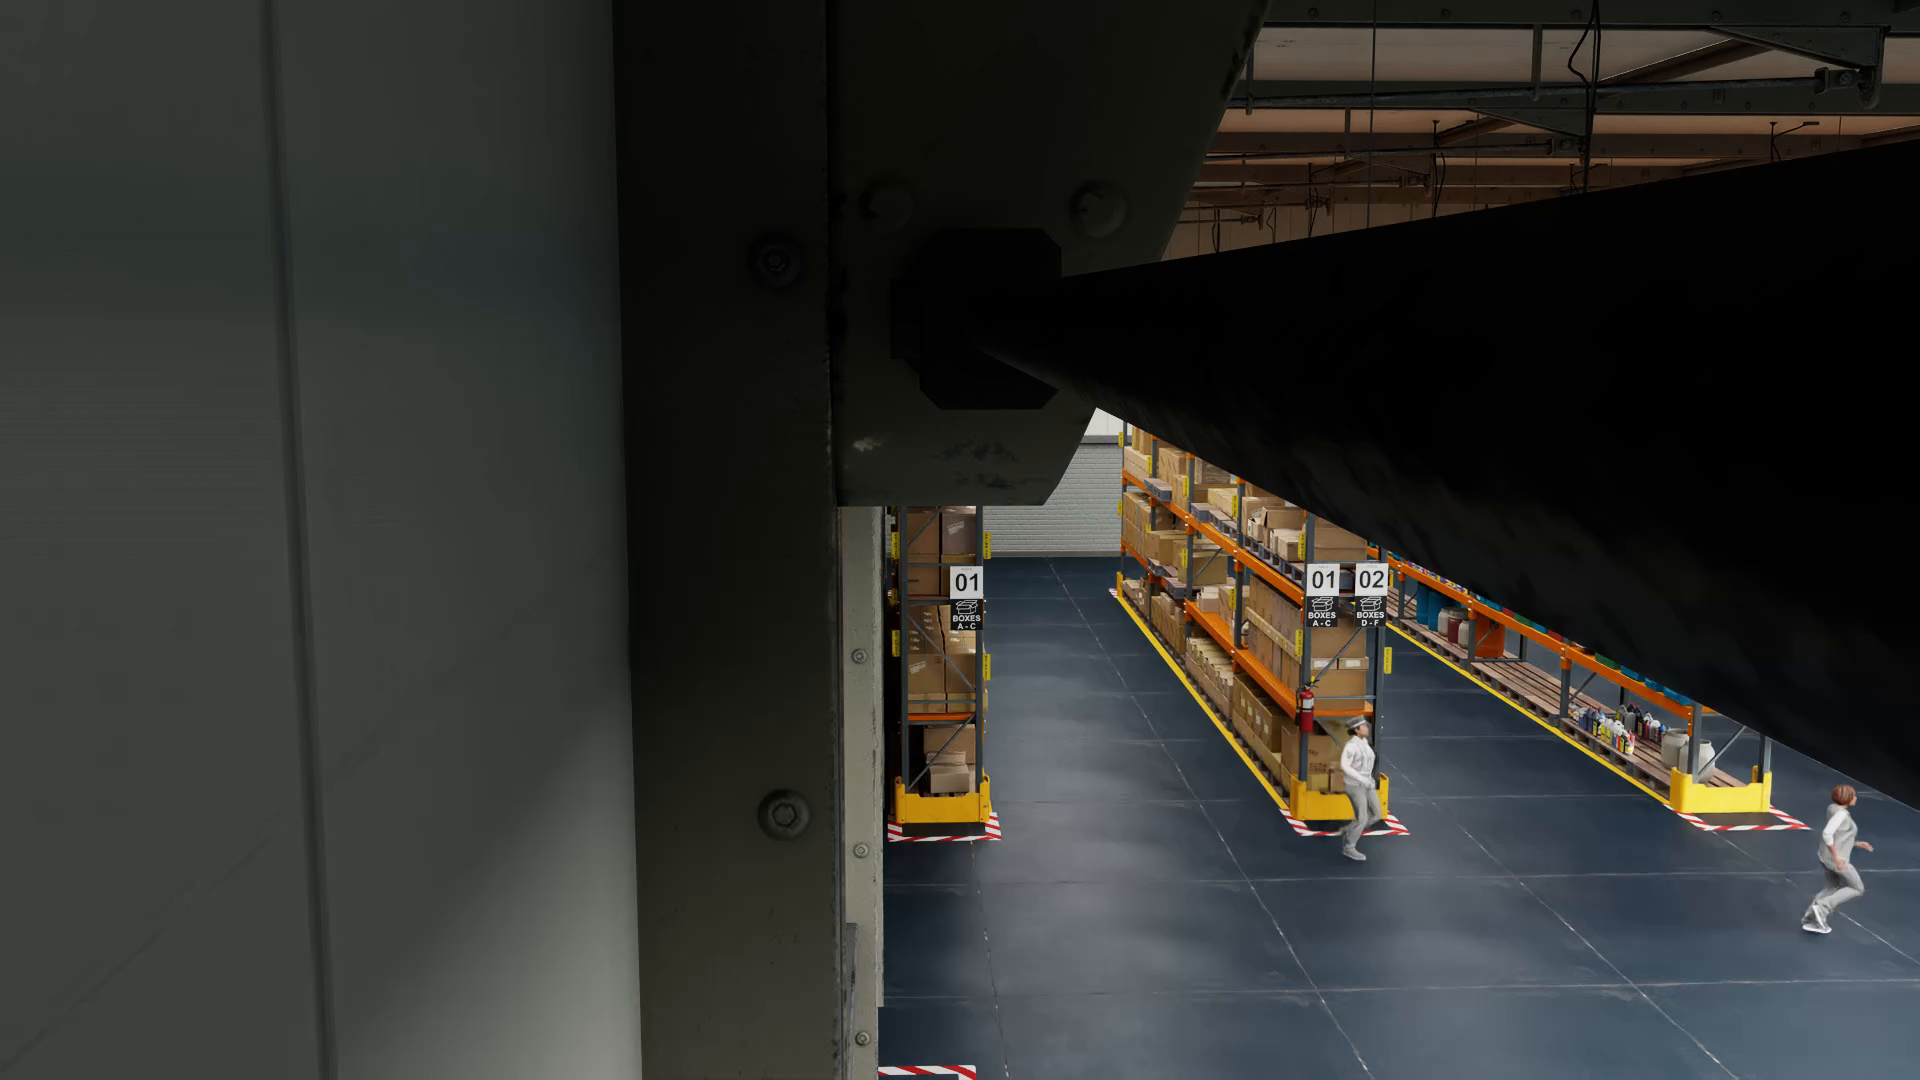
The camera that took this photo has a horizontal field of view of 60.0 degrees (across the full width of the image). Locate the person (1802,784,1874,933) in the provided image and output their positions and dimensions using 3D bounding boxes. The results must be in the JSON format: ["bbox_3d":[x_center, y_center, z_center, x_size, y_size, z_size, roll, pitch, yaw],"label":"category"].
[{"bbox_3d":[8.862,3.220,16.739,0.627,1.554,0.515,2,8,14],"label":"person"}]

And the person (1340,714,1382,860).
[{"bbox_3d":[4.634,2.838,19.187,0.474,1.672,0.648,6,10,35],"label":"person"}]
